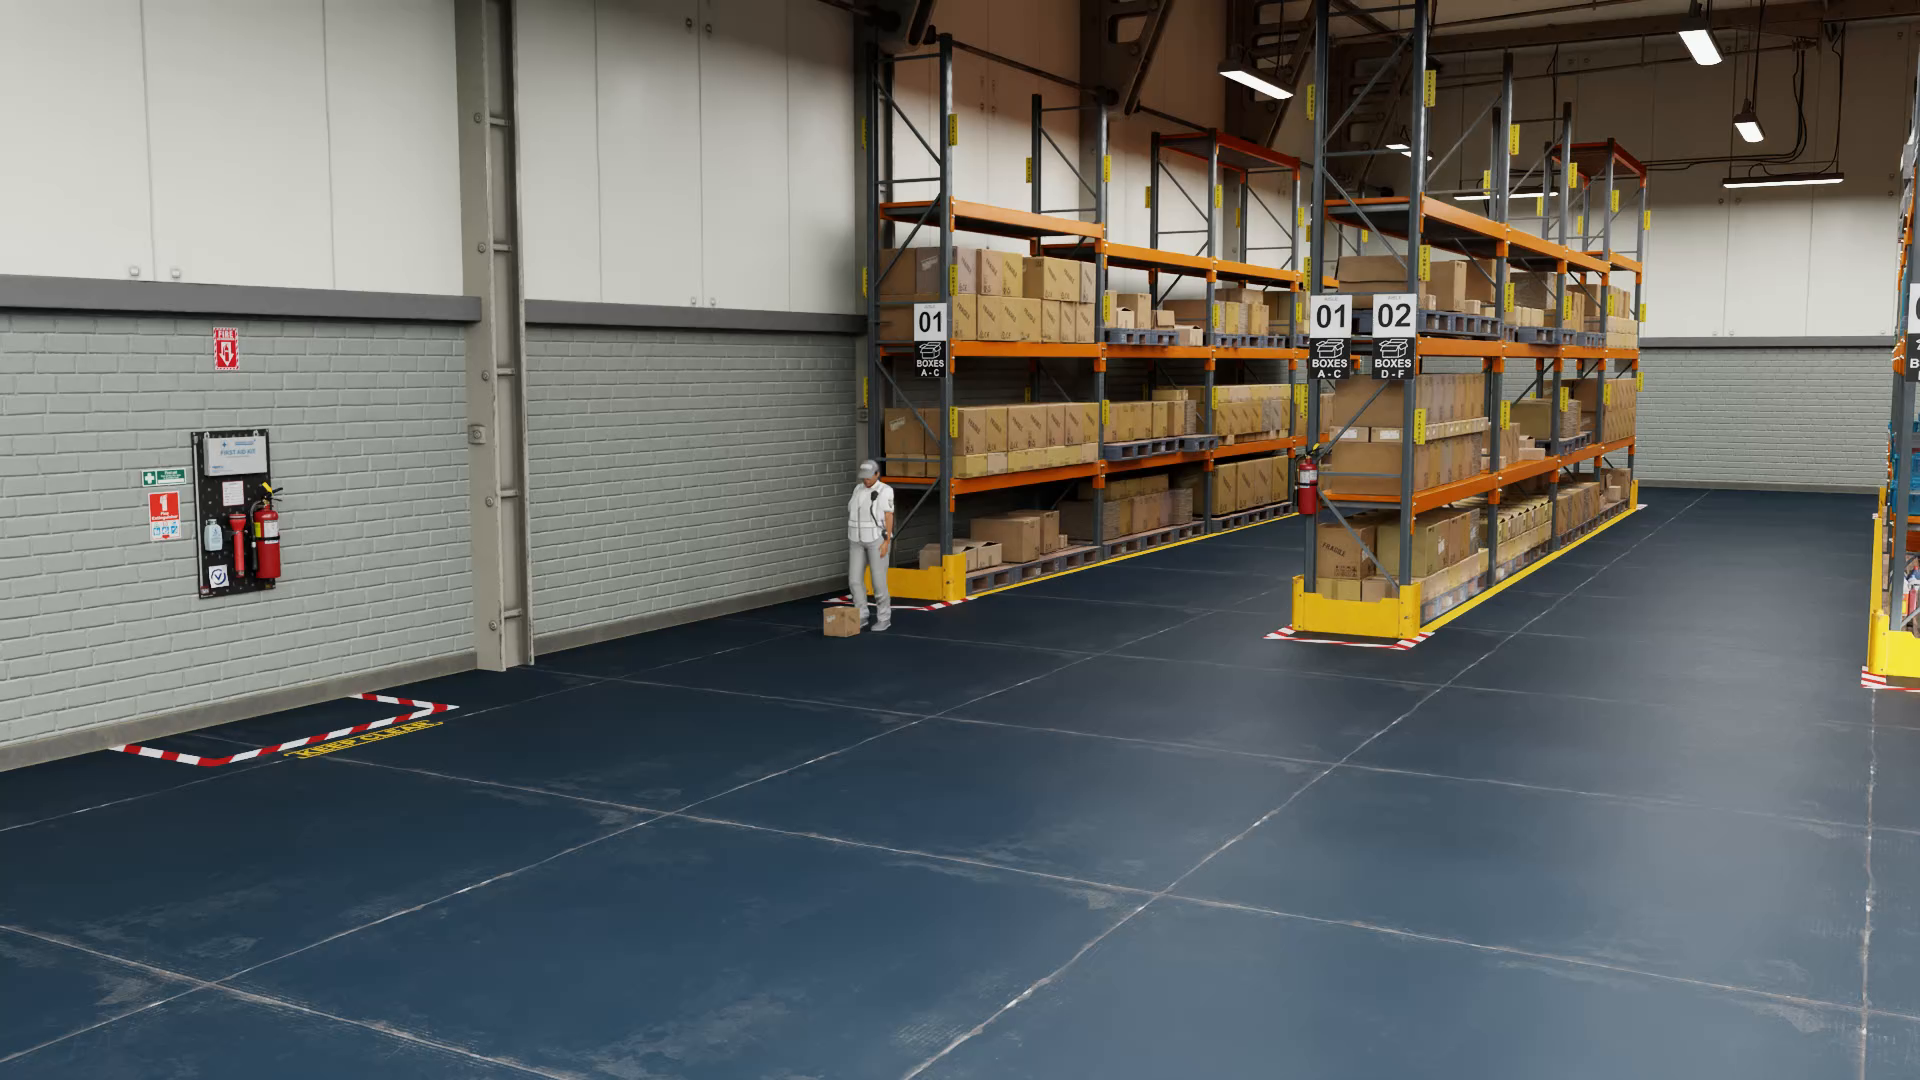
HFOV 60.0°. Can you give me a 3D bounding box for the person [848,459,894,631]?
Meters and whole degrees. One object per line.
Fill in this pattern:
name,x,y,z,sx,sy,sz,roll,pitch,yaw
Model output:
person,-0.859,0.041,16.082,0.476,1.653,0.394,3,7,30
